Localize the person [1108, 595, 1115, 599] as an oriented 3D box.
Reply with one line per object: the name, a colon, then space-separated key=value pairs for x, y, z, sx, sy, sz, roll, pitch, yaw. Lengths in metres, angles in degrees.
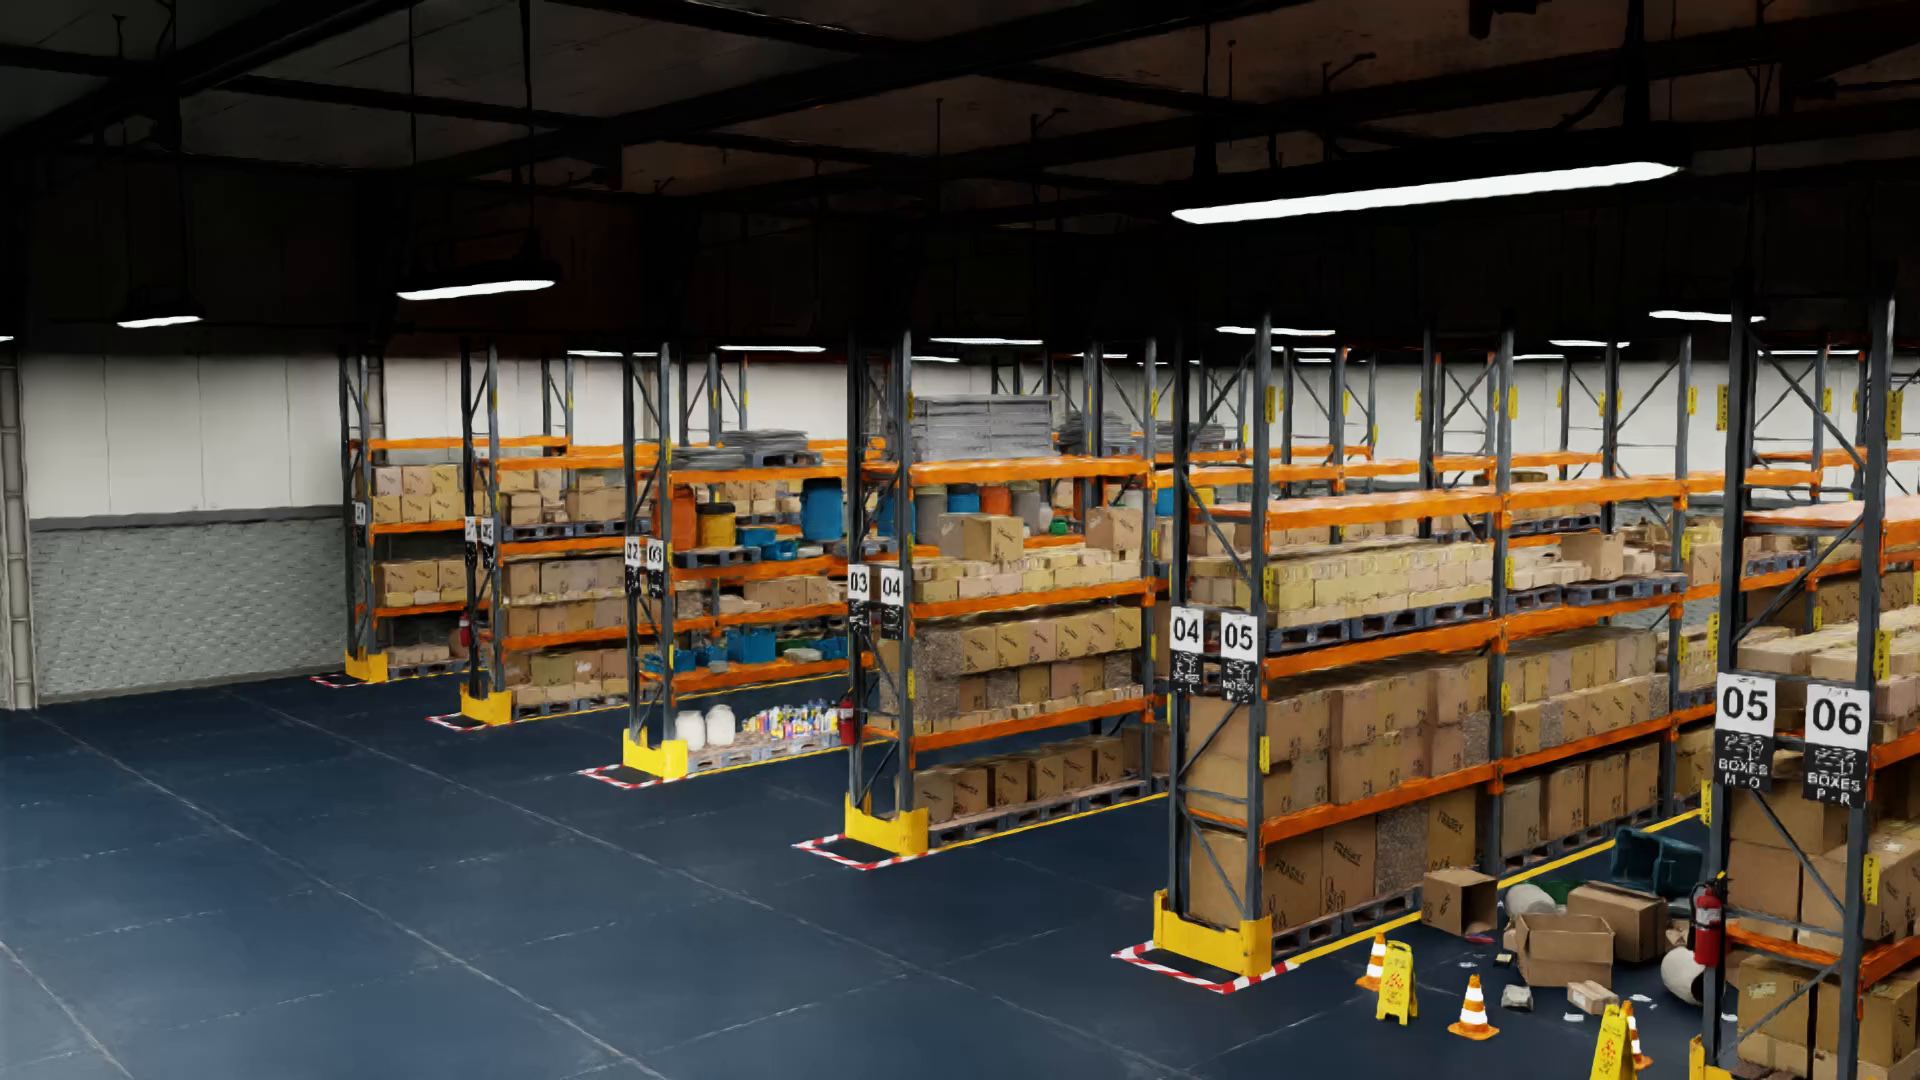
person: x=3.184 y=1.315 z=33.865 sx=0.998 sy=1.625 sz=0.463 roll=-5 pitch=7 yaw=-43

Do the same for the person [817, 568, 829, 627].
person: x=-2.777 y=1.352 z=33.865 sx=0.349 sy=1.641 sz=0.477 roll=2 pitch=5 yaw=19
